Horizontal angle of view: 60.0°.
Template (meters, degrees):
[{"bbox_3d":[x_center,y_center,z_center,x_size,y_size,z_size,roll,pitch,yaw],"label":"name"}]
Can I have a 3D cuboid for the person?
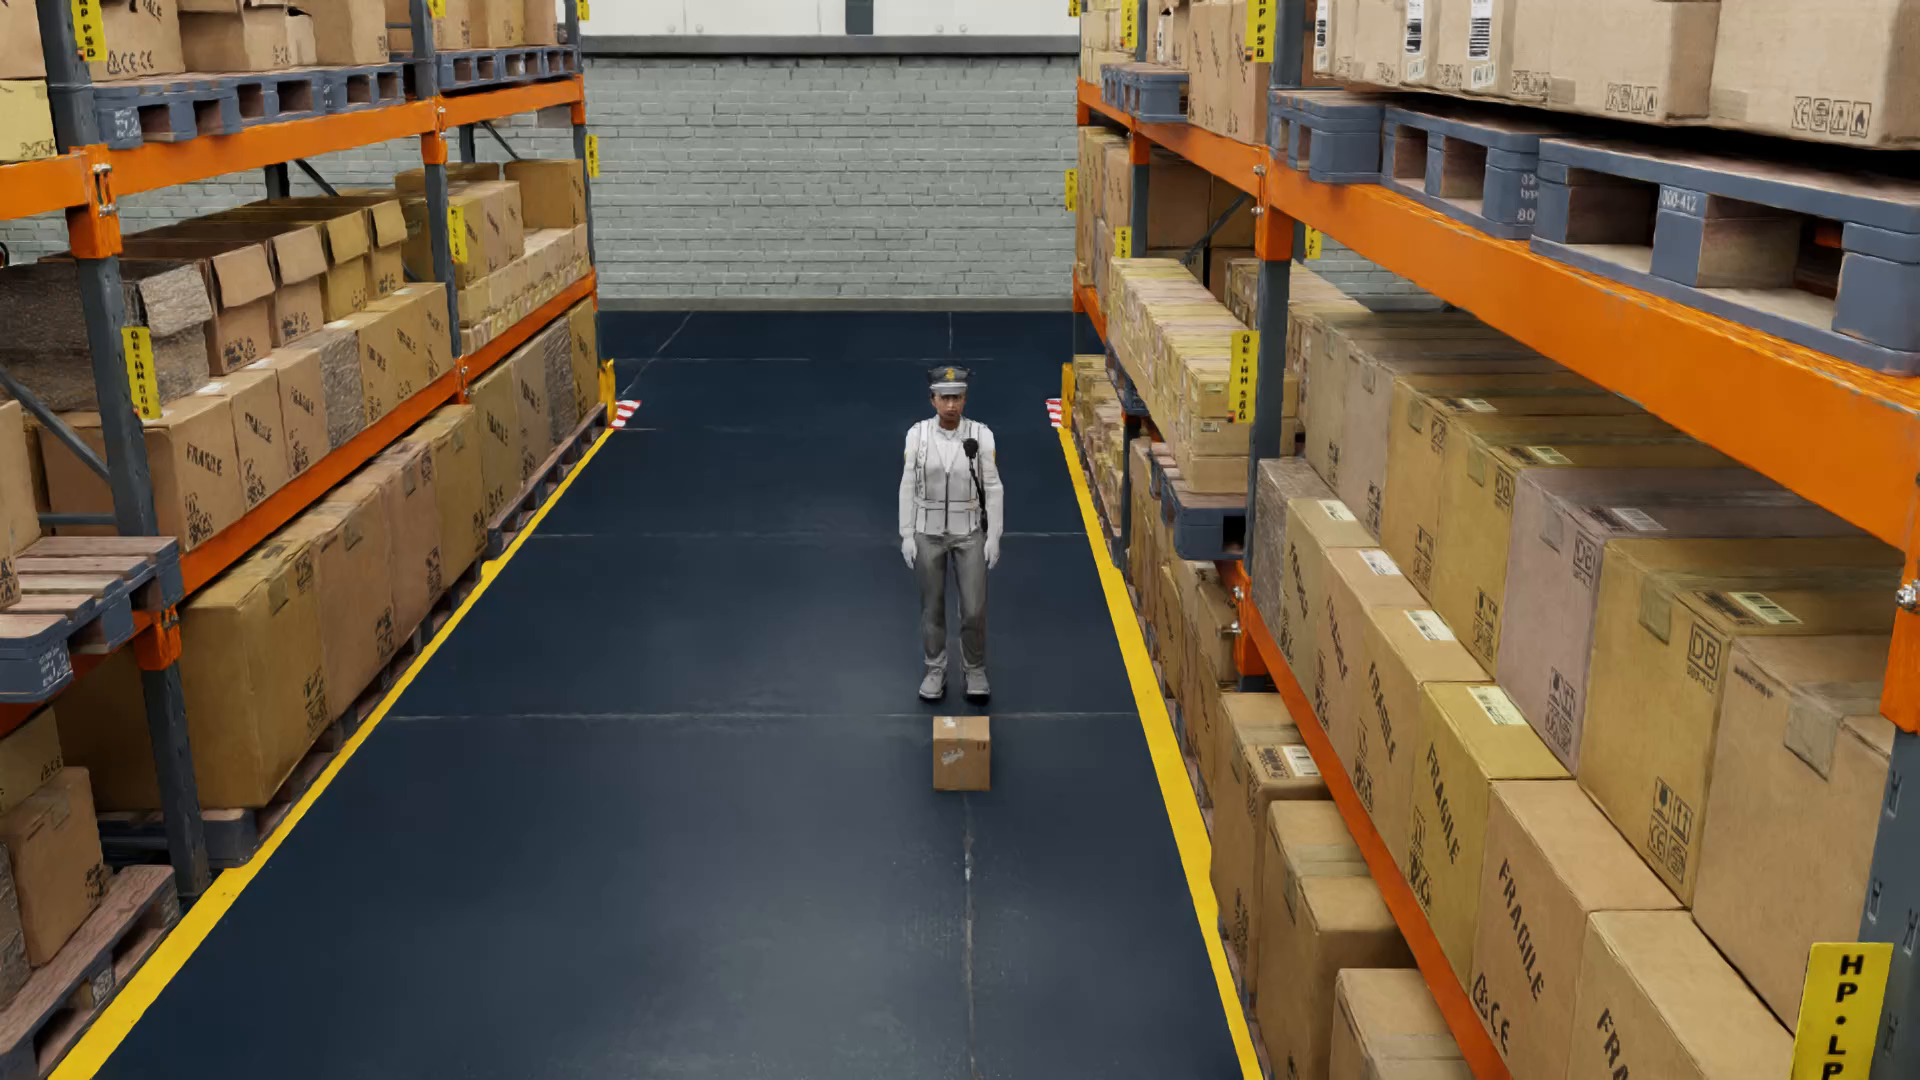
[{"bbox_3d":[-0.043,-0.035,8.075,0.507,1.683,0.363,1,17,3],"label":"person"}]
